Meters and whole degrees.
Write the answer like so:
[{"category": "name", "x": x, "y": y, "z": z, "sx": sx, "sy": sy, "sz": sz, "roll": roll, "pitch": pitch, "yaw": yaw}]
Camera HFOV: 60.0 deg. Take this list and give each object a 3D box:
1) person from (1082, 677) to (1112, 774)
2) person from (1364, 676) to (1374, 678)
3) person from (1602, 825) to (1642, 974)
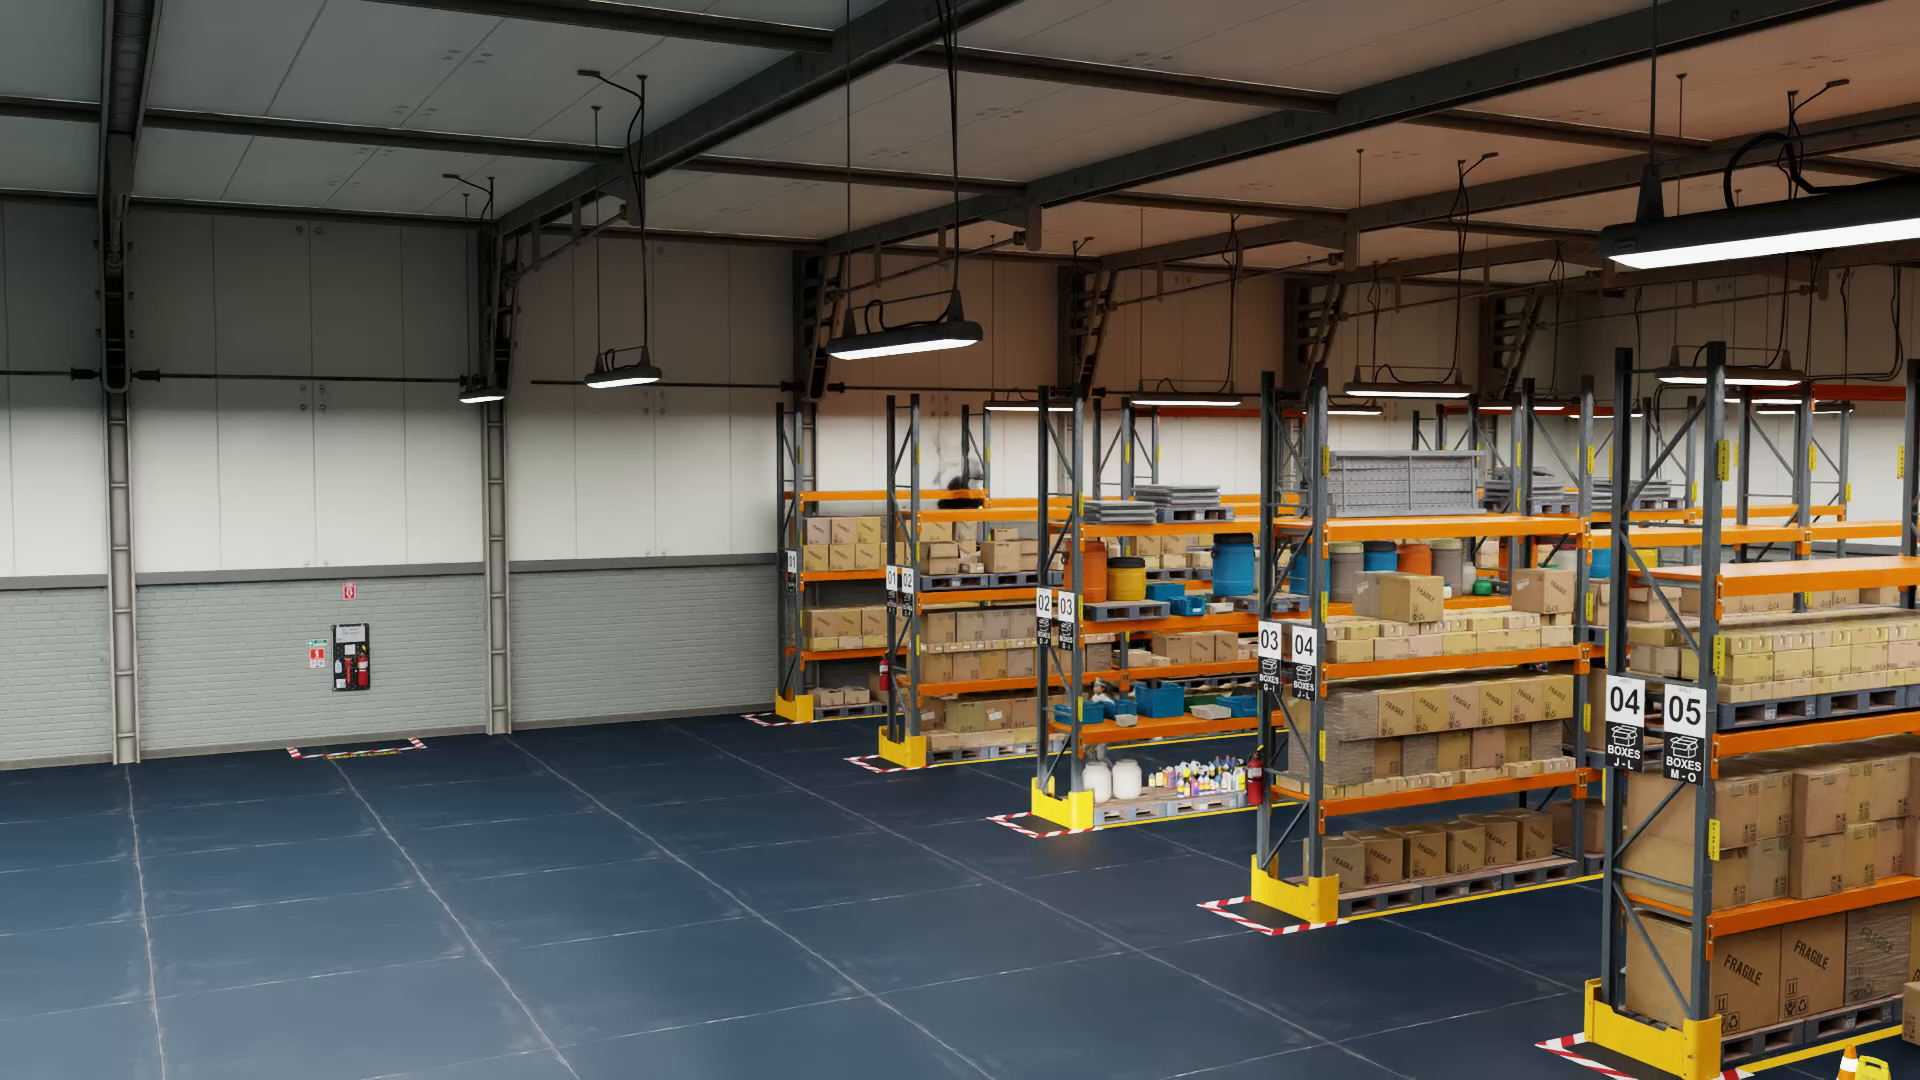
[{"category": "person", "x": 2.067, "y": 2.893, "z": 25.195, "sx": 0.616, "sy": 1.660, "sz": 0.593, "roll": -2, "pitch": 4, "yaw": -32}, {"category": "person", "x": 6.654, "y": 2.700, "z": 27.753, "sx": 0.690, "sy": 1.775, "sz": 0.641, "roll": -3, "pitch": 4, "yaw": -39}, {"category": "person", "x": 6.639, "y": 3.385, "z": 16.268, "sx": 0.587, "sy": 1.716, "sz": 0.690, "roll": -2, "pitch": 4, "yaw": -33}]
